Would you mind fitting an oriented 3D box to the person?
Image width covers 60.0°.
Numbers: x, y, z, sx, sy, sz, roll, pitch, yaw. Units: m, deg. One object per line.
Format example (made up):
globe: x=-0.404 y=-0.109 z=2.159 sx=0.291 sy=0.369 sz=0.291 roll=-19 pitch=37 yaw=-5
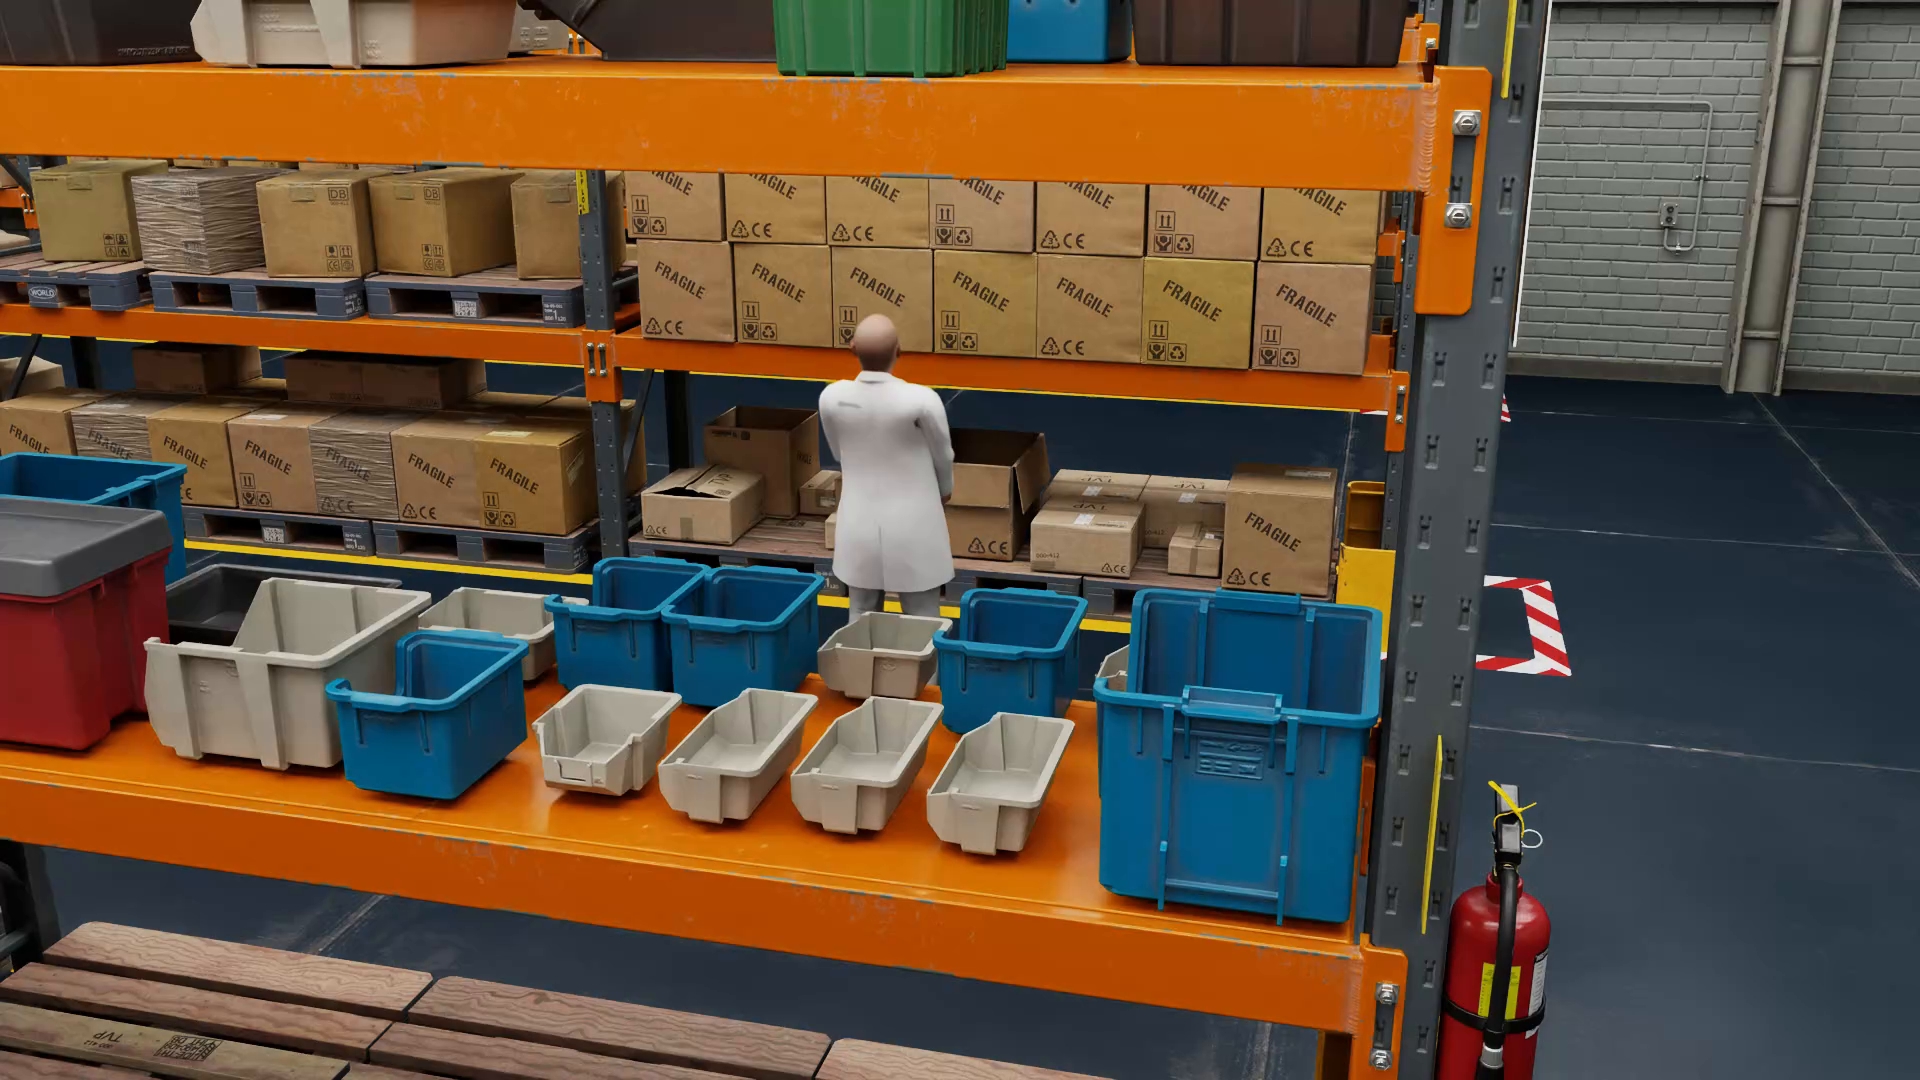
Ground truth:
person: x=-0.261 y=-0.075 z=6.821 sx=0.530 sy=1.770 sz=0.555 roll=5 pitch=19 yaw=14
